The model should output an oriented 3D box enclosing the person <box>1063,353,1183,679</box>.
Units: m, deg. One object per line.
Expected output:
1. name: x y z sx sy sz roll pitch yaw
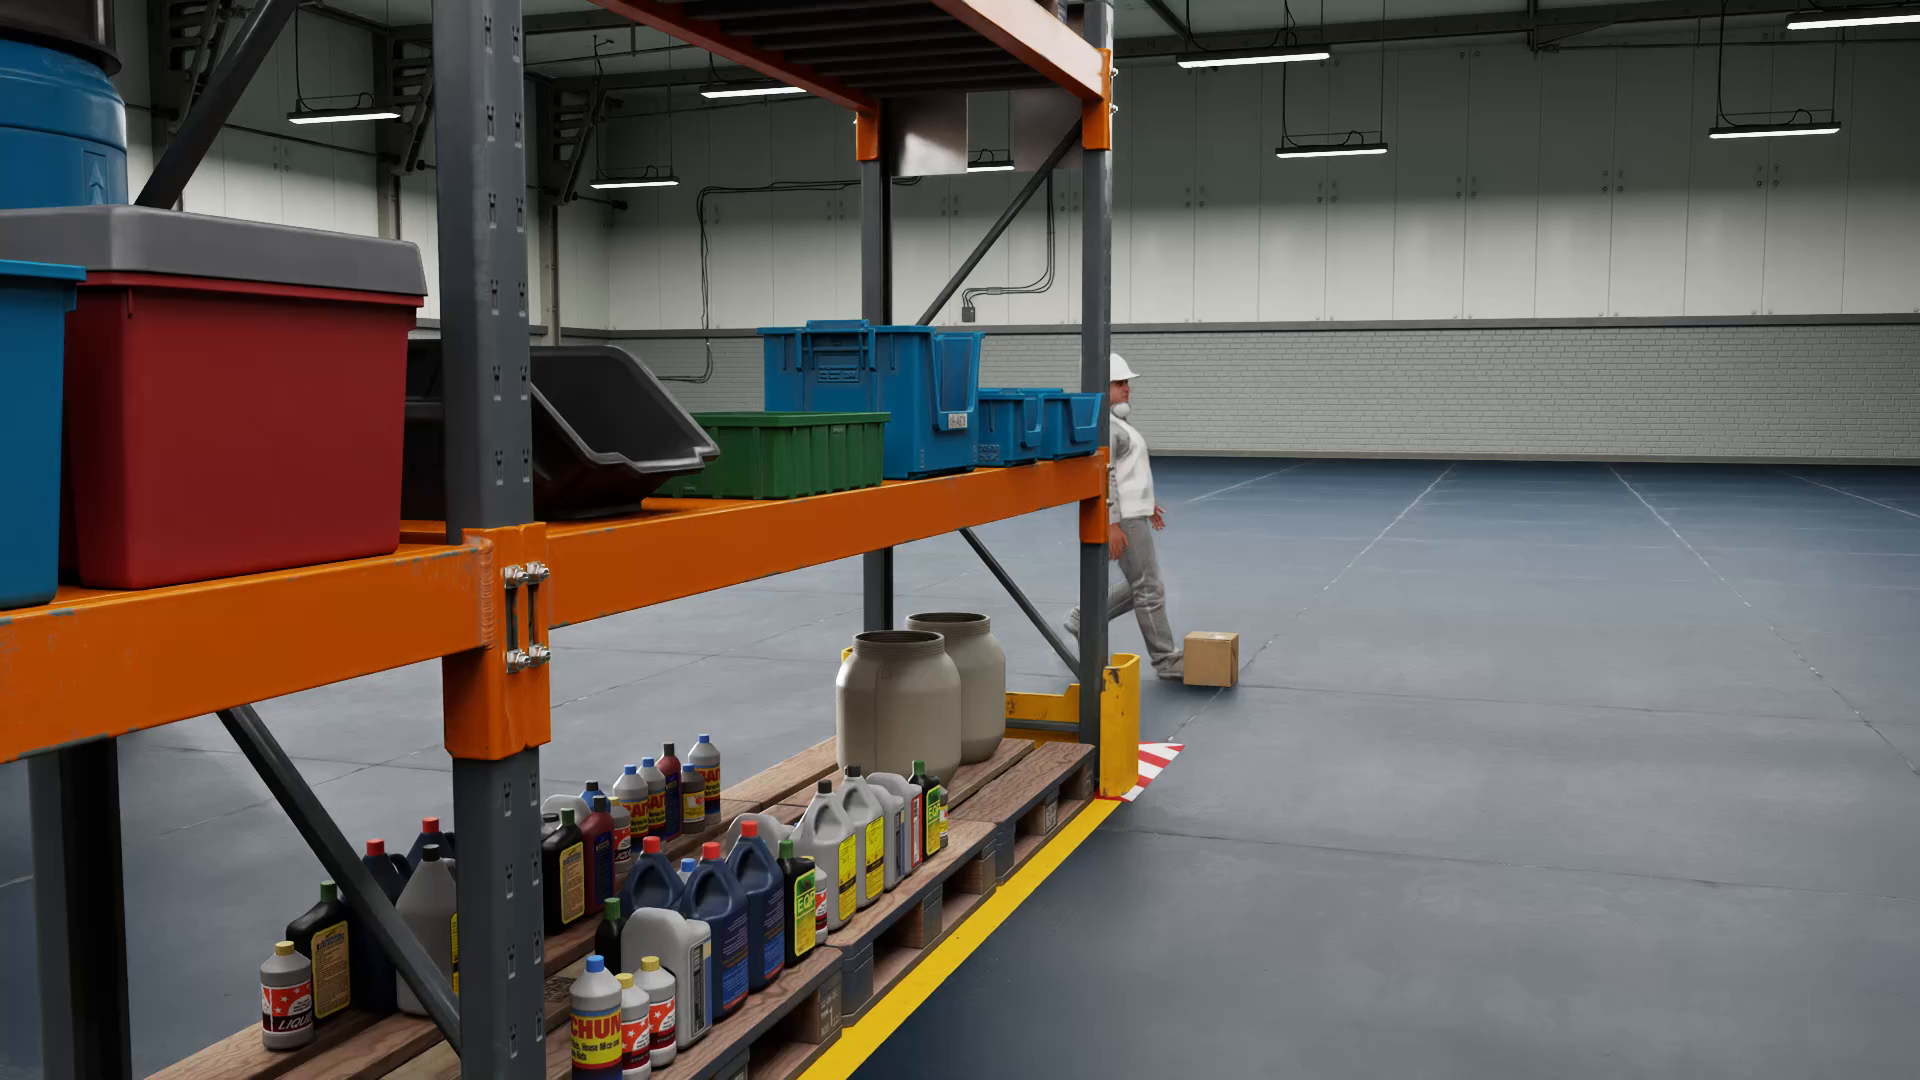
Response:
1. person: 0.955 -0.128 8.900 0.809 1.739 0.604 1 5 7
